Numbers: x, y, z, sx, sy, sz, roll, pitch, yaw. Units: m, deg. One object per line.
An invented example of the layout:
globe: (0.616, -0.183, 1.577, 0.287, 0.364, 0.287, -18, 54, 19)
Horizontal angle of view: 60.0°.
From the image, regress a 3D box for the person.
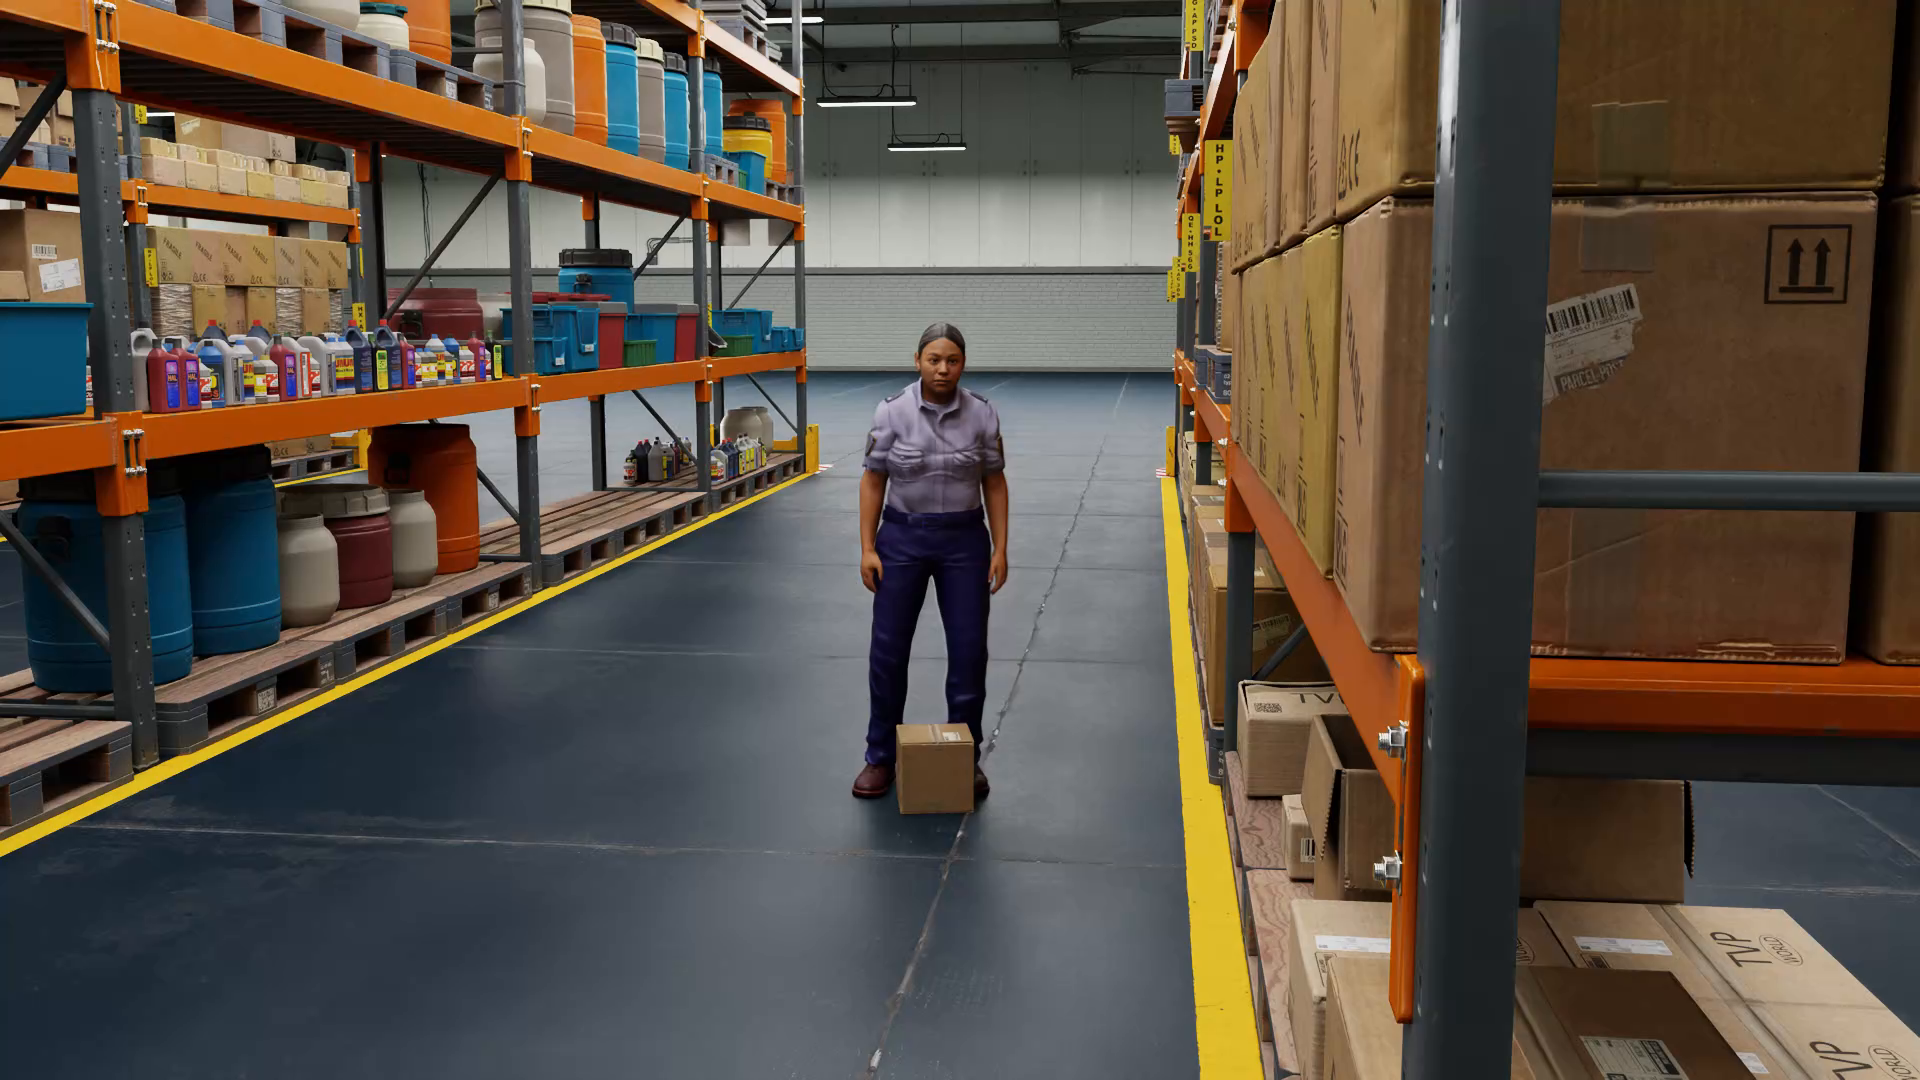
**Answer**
person: (-0.107, 0.061, 5.875, 0.565, 1.651, 0.371, -1, 8, -5)
